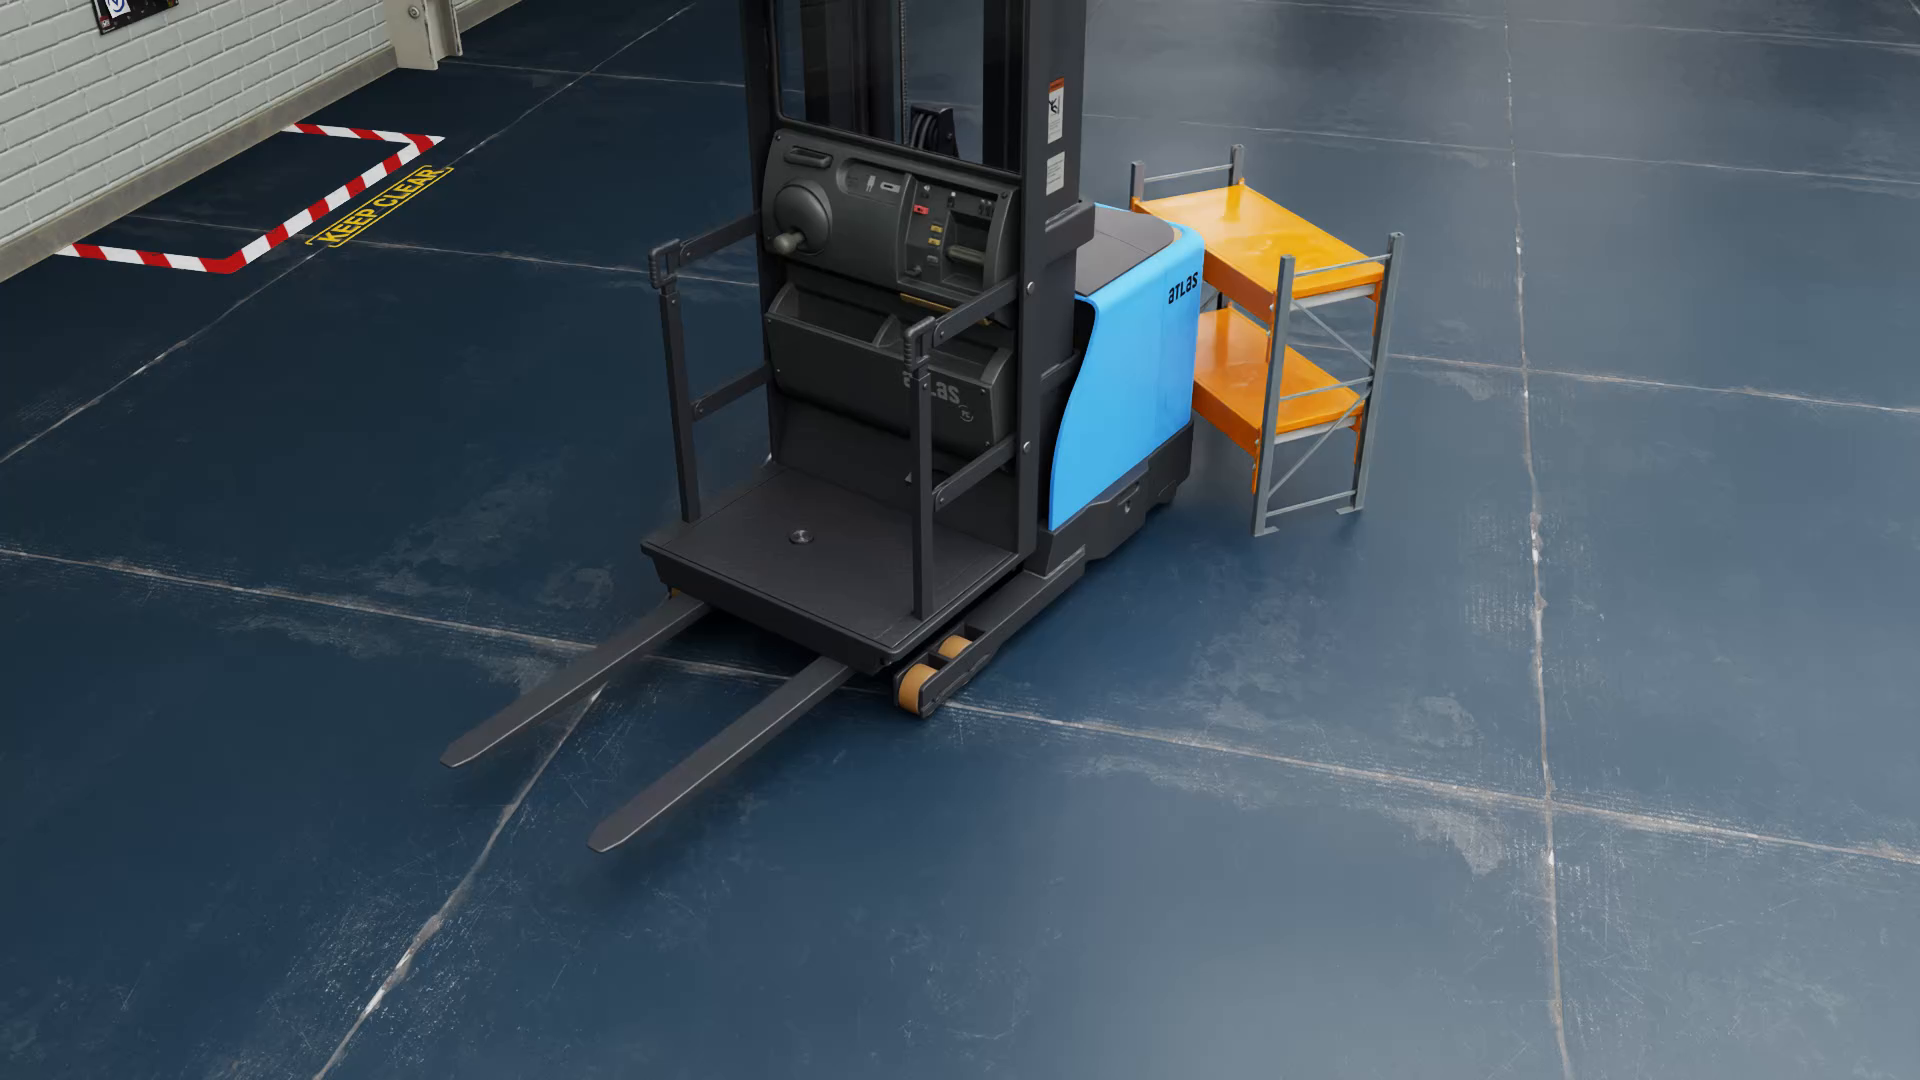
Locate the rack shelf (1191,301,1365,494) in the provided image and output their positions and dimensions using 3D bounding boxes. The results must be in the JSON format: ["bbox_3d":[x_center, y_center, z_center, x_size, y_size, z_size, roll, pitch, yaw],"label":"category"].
[{"bbox_3d":[1.114,-0.588,6.582,0.538,0.278,1.000,-14,35,-21],"label":"rack shelf"}]

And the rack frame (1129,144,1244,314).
[{"bbox_3d":[0.899,-1.042,6.840,0.500,1.125,0.032,-14,35,-21],"label":"rack frame"}]

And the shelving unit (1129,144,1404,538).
[{"bbox_3d":[1.114,-0.794,6.451,0.538,1.125,1.048,-14,35,-21],"label":"shelving unit"}]

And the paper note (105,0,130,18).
[{"bbox_3d":[-4.431,-2.836,8.737,0.016,0.148,0.142,8,33,12],"label":"paper note"}]

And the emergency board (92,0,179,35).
[{"bbox_3d":[-4.320,-3.291,8.630,0.194,1.169,0.643,8,33,12],"label":"emergency board"}]

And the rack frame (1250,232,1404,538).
[{"bbox_3d":[1.328,-0.547,6.062,0.500,1.125,0.032,-14,35,-21],"label":"rack frame"}]

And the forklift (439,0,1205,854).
[{"bbox_3d":[-0.363,-0.965,5.037,1.130,2.935,3.031,21,38,29],"label":"forklift"}]

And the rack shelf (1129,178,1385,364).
[{"bbox_3d":[1.114,-1.041,6.294,0.538,0.278,1.000,-14,35,-21],"label":"rack shelf"}]

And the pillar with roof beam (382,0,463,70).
[{"bbox_3d":[0.508,-6.513,8.108,9.100,9.000,0.400,8,33,12],"label":"pillar with roof beam"}]
